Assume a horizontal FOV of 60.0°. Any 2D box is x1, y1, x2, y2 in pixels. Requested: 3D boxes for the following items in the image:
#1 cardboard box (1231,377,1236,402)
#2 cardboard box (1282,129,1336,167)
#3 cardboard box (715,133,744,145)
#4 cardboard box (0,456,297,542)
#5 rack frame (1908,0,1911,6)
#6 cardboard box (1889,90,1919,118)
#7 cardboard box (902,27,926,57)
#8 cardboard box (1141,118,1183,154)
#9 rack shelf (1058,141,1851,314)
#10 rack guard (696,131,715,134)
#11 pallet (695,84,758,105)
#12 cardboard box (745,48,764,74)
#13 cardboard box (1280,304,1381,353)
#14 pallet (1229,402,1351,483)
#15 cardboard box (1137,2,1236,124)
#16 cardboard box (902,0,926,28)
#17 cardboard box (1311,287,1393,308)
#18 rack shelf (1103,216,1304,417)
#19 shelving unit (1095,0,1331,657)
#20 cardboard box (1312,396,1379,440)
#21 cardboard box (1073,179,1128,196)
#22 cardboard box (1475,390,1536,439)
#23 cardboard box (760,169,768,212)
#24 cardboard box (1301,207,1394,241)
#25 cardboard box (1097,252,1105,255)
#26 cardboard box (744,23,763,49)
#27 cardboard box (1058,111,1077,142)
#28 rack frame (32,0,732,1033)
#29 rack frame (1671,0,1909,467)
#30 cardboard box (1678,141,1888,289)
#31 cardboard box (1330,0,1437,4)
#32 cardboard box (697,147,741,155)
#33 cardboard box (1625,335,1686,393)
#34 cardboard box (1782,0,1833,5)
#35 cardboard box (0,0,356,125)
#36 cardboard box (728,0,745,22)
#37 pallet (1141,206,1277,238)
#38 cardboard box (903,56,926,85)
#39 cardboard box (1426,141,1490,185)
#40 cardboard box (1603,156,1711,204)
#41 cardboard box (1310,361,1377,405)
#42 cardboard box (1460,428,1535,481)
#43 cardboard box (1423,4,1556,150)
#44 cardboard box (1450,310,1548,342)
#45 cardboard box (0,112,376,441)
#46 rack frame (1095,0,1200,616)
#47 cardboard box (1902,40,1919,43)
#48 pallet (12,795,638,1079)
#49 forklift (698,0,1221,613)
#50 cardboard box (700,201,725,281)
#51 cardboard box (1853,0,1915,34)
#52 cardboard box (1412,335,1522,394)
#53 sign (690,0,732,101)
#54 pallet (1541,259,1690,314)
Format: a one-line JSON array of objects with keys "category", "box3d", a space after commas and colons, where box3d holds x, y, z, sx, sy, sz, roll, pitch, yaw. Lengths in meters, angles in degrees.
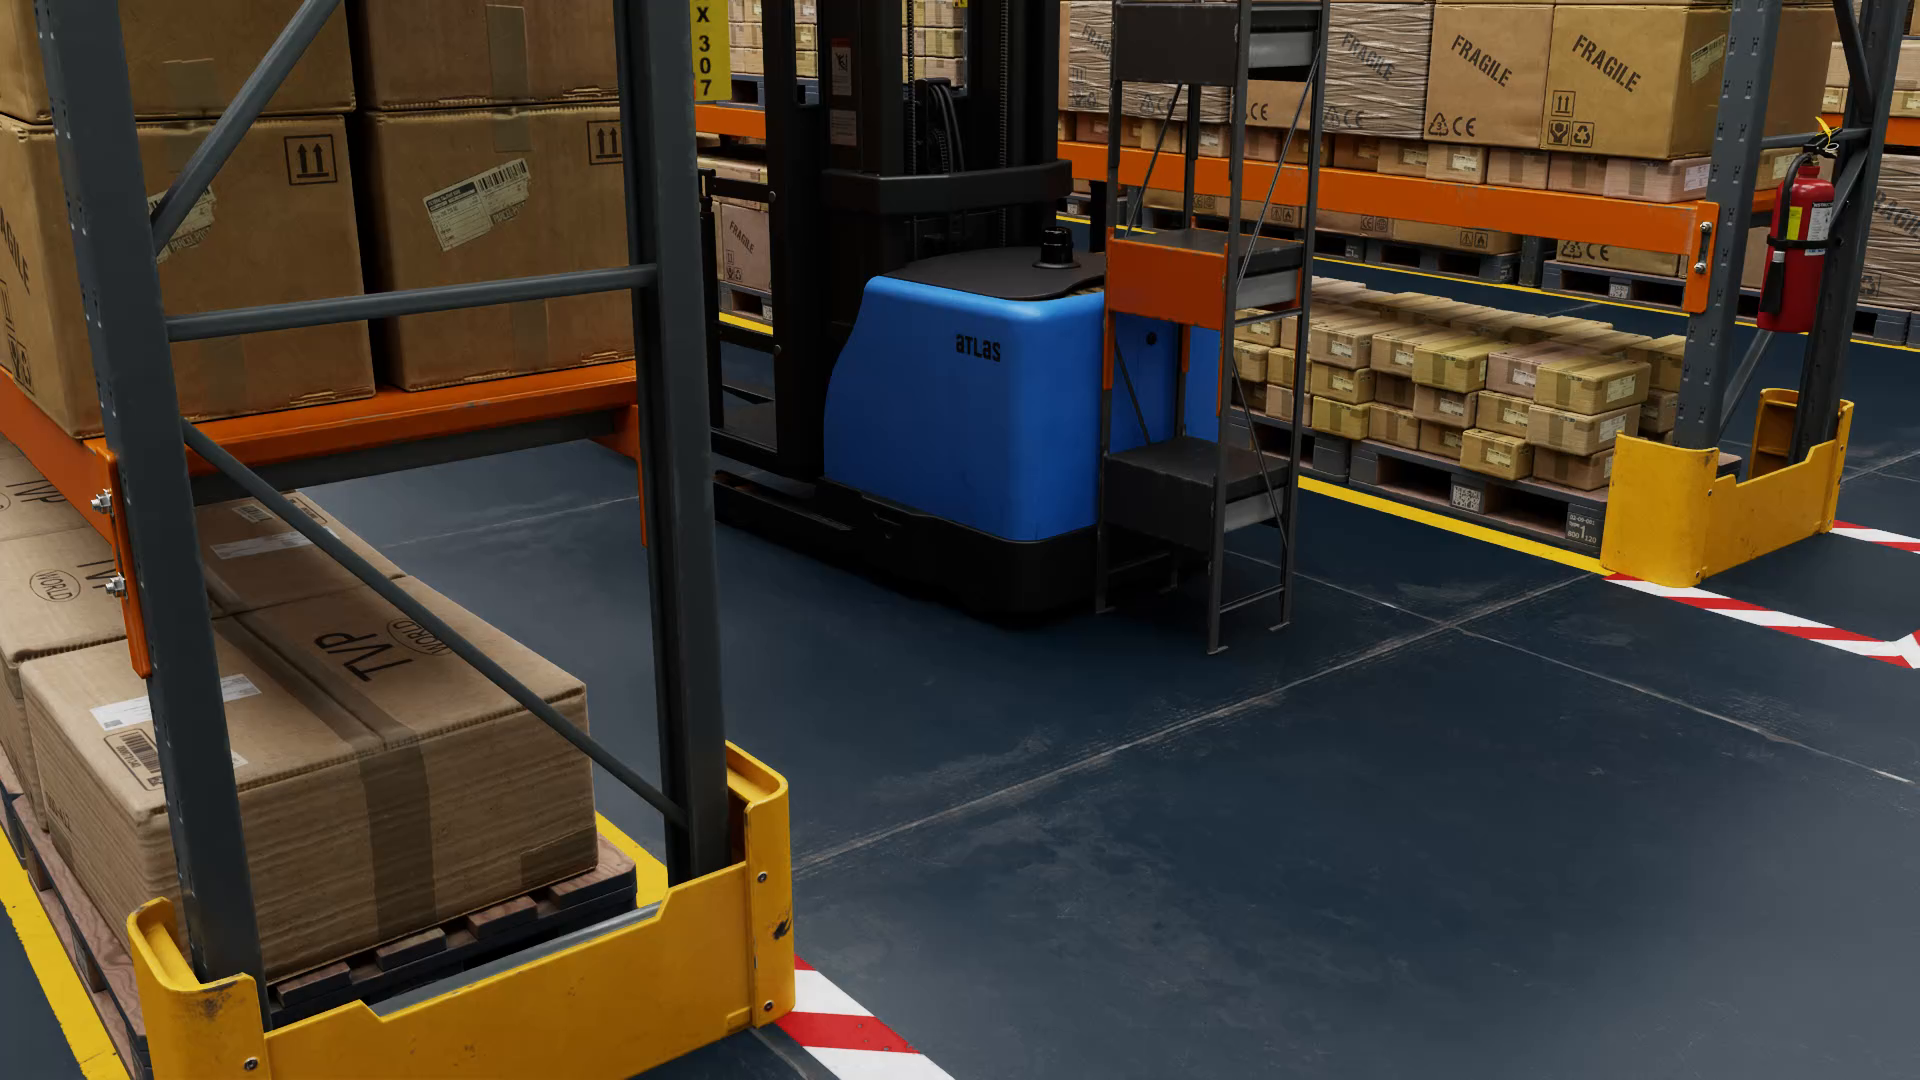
[{"category": "cardboard box", "box3d": [1.251, -0.750, 7.724, 0.380, 0.149, 0.250, -15, 23, -38]}, {"category": "cardboard box", "box3d": [1.591, -1.686, 7.081, 0.380, 0.149, 0.250, -13, 23, -35]}, {"category": "cardboard box", "box3d": [-2.686, -5.124, 20.374, 0.500, 0.500, 0.500, -9, 20, -26]}, {"category": "cardboard box", "box3d": [-2.516, 0.036, 4.891, 0.875, 0.438, 0.875, -15, 23, -38]}, {"category": "rack frame", "box3d": [8.273, -4.278, 14.511, 1.000, 3.000, 0.127, -14, 23, -36]}, {"category": "cardboard box", "box3d": [5.598, -2.545, 9.677, 0.380, 0.149, 0.250, -14, 23, -36]}, {"category": "cardboard box", "box3d": [-0.127, -2.714, 9.045, 0.380, 0.149, 0.250, -14, 23, -36]}, {"category": "cardboard box", "box3d": [1.053, -1.868, 7.632, 0.380, 0.149, 0.250, -13, 23, -35]}, {"category": "rack shelf", "box3d": [1.681, -1.534, 7.368, 1.077, 0.370, 4.000, -14, 23, -36]}, {"category": "rack guard", "box3d": [-3.013, -5.063, 20.858, 1.175, 0.500, 0.348, -14, 23, -36]}, {"category": "pallet", "box3d": [-1.518, -3.108, 11.283, 1.213, 0.211, 1.003, -14, 23, -36]}, {"category": "cardboard box", "box3d": [-1.100, -2.958, 10.256, 0.380, 0.149, 0.250, -14, 23, -35]}, {"category": "cardboard box", "box3d": [1.626, -0.923, 7.297, 0.380, 0.149, 0.250, -15, 23, -38]}, {"category": "pallet", "box3d": [1.646, -0.585, 7.795, 1.003, 0.211, 1.213, -14, 23, -36]}, {"category": "cardboard box", "box3d": [1.147, -2.134, 7.404, 0.500, 0.500, 0.500, -15, 23, -37]}, {"category": "cardboard box", "box3d": [-0.130, -2.858, 9.007, 0.380, 0.149, 0.250, -15, 23, -38]}, {"category": "cardboard box", "box3d": [1.800, -1.070, 7.744, 0.380, 0.149, 0.250, -14, 23, -36]}, {"category": "rack shelf", "box3d": [0.771, -0.715, 5.225, 0.431, 0.518, 0.480, -16, 24, -39]}, {"category": "shelving unit", "box3d": [0.771, -0.728, 5.221, 0.431, 2.100, 0.503, -16, 24, -39]}, {"category": "cardboard box", "box3d": [1.726, -0.552, 7.126, 0.380, 0.149, 0.250, -15, 24, -38]}, {"category": "cardboard box", "box3d": [1.475, -3.481, 15.379, 0.700, 0.500, 0.500, -16, 24, -39]}, {"category": "cardboard box", "box3d": [2.251, -0.519, 6.553, 0.380, 0.149, 0.250, -15, 23, -37]}, {"category": "cardboard box", "box3d": [-0.869, -2.128, 10.133, 0.500, 0.250, 0.500, -15, 24, -38]}, {"category": "cardboard box", "box3d": [3.422, -2.876, 12.989, 1.225, 0.875, 0.875, -15, 23, -38]}, {"category": "cardboard box", "box3d": [0.864, -1.460, 8.921, 0.380, 0.149, 0.250, -13, 22, -35]}, {"category": "cardboard box", "box3d": [-1.101, -3.100, 10.211, 0.380, 0.149, 0.250, -14, 23, -37]}, {"category": "cardboard box", "box3d": [0.577, -2.066, 8.231, 0.380, 0.149, 0.250, -13, 22, -35]}, {"category": "rack frame", "box3d": [-0.895, -0.392, 2.774, 1.000, 3.000, 0.127, -14, 23, -36]}, {"category": "rack frame", "box3d": [2.923, -1.383, 5.767, 1.000, 3.000, 0.127, -14, 23, -36]}, {"category": "cardboard box", "box3d": [5.296, -2.102, 10.652, 0.875, 0.875, 0.875, -14, 23, -36]}, {"category": "cardboard box", "box3d": [1.799, -2.362, 6.500, 0.500, 0.500, 0.500, -13, 22, -33]}, {"category": "cardboard box", "box3d": [-1.806, -2.506, 11.273, 0.500, 0.250, 0.500, -15, 24, -39]}, {"category": "cardboard box", "box3d": [2.864, -0.707, 6.646, 0.380, 0.149, 0.250, -15, 24, -39]}, {"category": "cardboard box", "box3d": [2.852, -2.209, 6.038, 0.500, 0.500, 0.500, -14, 23, -36]}, {"category": "cardboard box", "box3d": [-1.381, -0.986, 2.820, 0.500, 0.500, 0.500, -13, 22, -34]}, {"category": "cardboard box", "box3d": [-1.258, -3.306, 10.361, 0.380, 0.149, 0.250, -13, 22, -34]}, {"category": "pallet", "box3d": [2.337, -2.765, 14.376, 1.003, 0.211, 1.213, -14, 23, -36]}, {"category": "cardboard box", "box3d": [-0.124, -2.572, 9.089, 0.380, 0.149, 0.250, -14, 23, -36]}, {"category": "cardboard box", "box3d": [2.030, -1.475, 6.444, 0.380, 0.149, 0.250, -13, 22, -35]}, {"category": "cardboard box", "box3d": [2.499, -1.289, 5.882, 0.380, 0.149, 0.250, -14, 23, -36]}, {"category": "cardboard box", "box3d": [1.716, -0.697, 7.090, 0.380, 0.149, 0.250, -14, 23, -35]}, {"category": "cardboard box", "box3d": [2.194, -0.361, 6.550, 0.380, 0.149, 0.250, -13, 22, -34]}, {"category": "cardboard box", "box3d": [2.126, -1.760, 6.273, 0.500, 0.500, 0.500, -14, 23, -37]}, {"category": "cardboard box", "box3d": [2.324, -0.883, 7.179, 0.380, 0.149, 0.250, -15, 24, -39]}, {"category": "cardboard box", "box3d": [-1.402, -0.507, 2.961, 0.500, 0.500, 0.500, -14, 23, -36]}, {"category": "rack frame", "box3d": [0.608, -0.785, 5.393, 0.400, 2.100, 0.015, -16, 24, -39]}, {"category": "cardboard box", "box3d": [5.822, -2.946, 10.253, 0.500, 0.250, 0.500, -15, 23, -37]}, {"category": "pallet", "box3d": [-1.452, 0.750, 3.761, 1.003, 0.211, 1.213, -14, 23, -36]}, {"category": "forklift", "box3d": [-0.415, -1.538, 6.343, 1.130, 2.935, 3.031, -16, 24, -39]}, {"category": "cardboard box", "box3d": [-1.490, -2.020, 10.998, 0.500, 0.500, 0.500, -14, 23, -35]}, {"category": "cardboard box", "box3d": [10.572, -6.081, 19.128, 0.700, 0.500, 0.500, -9, 20, -26]}, {"category": "cardboard box", "box3d": [2.024, -0.704, 6.639, 0.380, 0.149, 0.250, -15, 23, -37]}, {"category": "sign", "box3d": [-0.456, -0.947, 2.948, 0.100, 0.325, 0.005, -14, 23, -36]}, {"category": "pallet", "box3d": [4.801, -1.785, 11.418, 1.003, 0.211, 1.213, -14, 23, -36]}]
